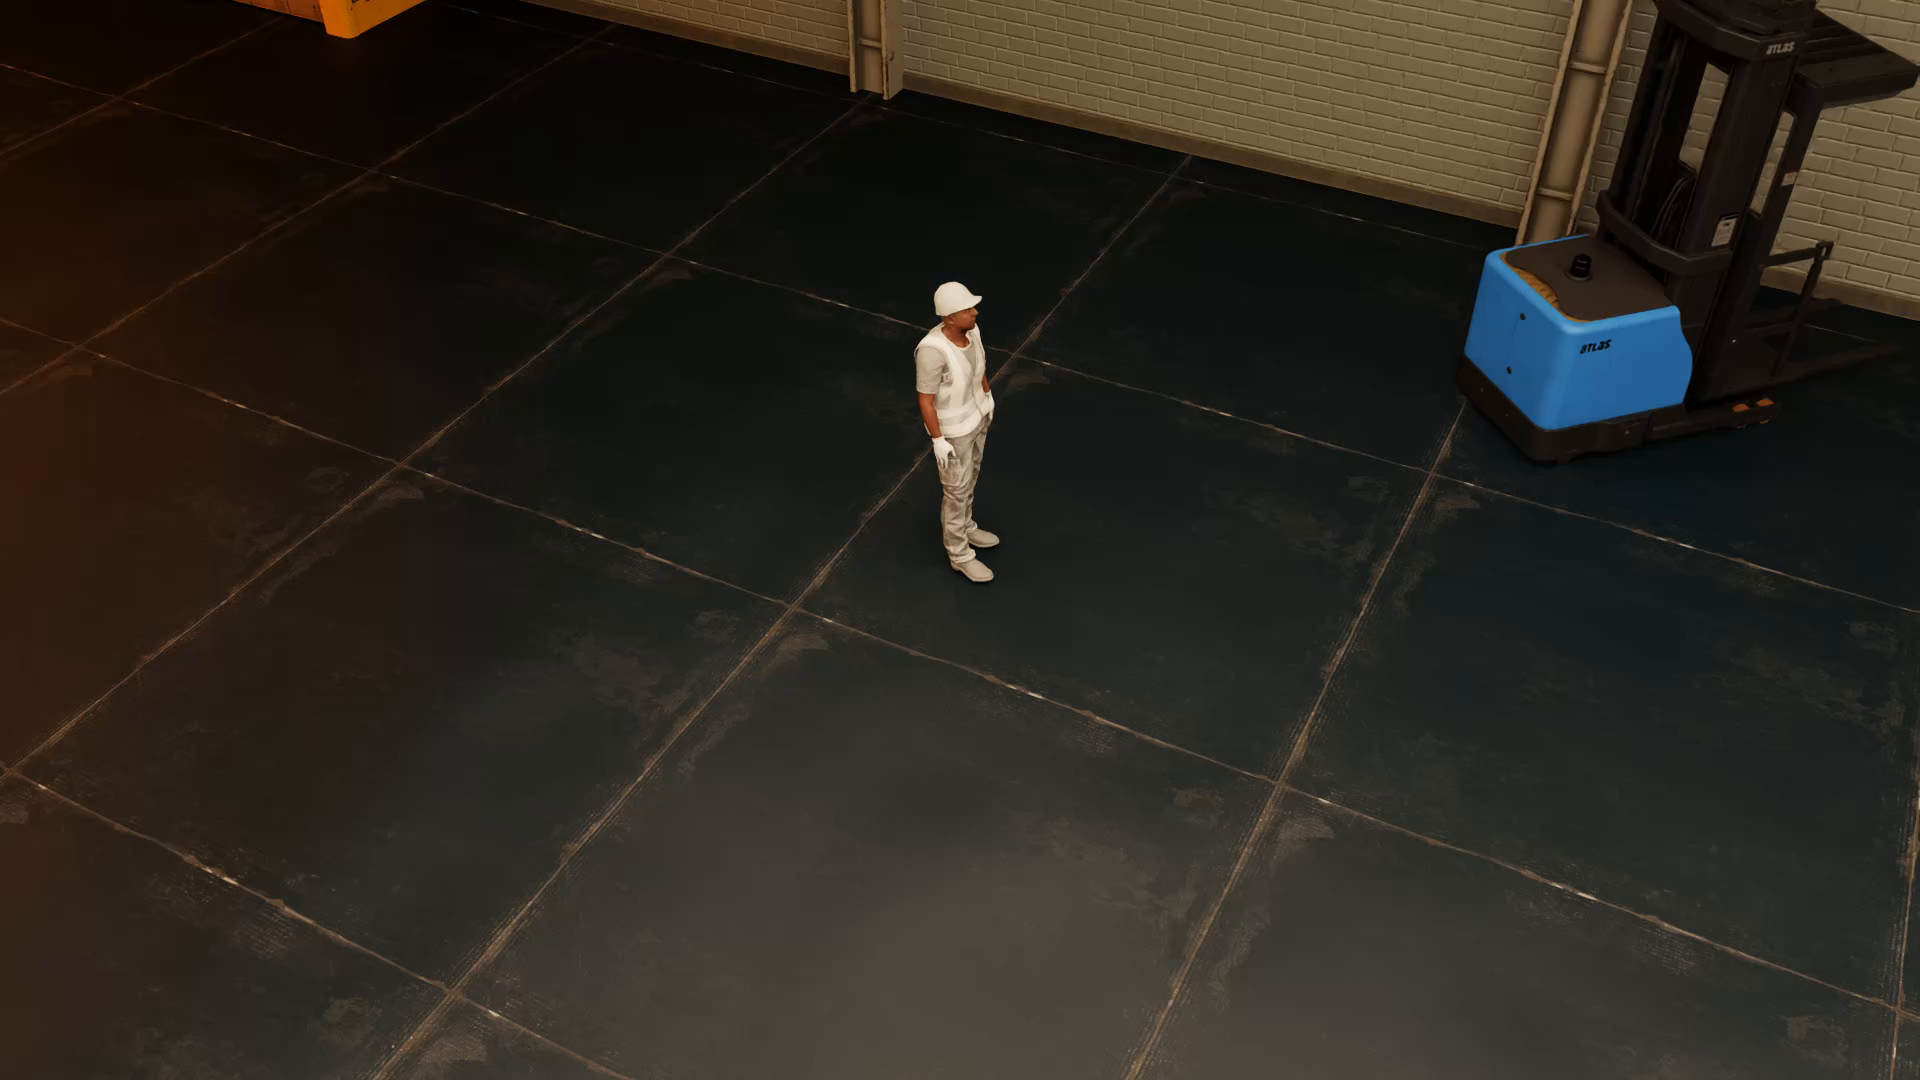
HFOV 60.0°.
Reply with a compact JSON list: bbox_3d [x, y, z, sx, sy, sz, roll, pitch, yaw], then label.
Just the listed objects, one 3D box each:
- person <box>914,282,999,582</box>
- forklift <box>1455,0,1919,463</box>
[{"bbox_3d":[0.061,-0.661,9.652,0.575,1.784,0.656,18,43,21],"label":"person"},{"bbox_3d":[4.982,-2.179,10.574,3.031,2.935,1.130,-12,42,-14],"label":"forklift"}]
